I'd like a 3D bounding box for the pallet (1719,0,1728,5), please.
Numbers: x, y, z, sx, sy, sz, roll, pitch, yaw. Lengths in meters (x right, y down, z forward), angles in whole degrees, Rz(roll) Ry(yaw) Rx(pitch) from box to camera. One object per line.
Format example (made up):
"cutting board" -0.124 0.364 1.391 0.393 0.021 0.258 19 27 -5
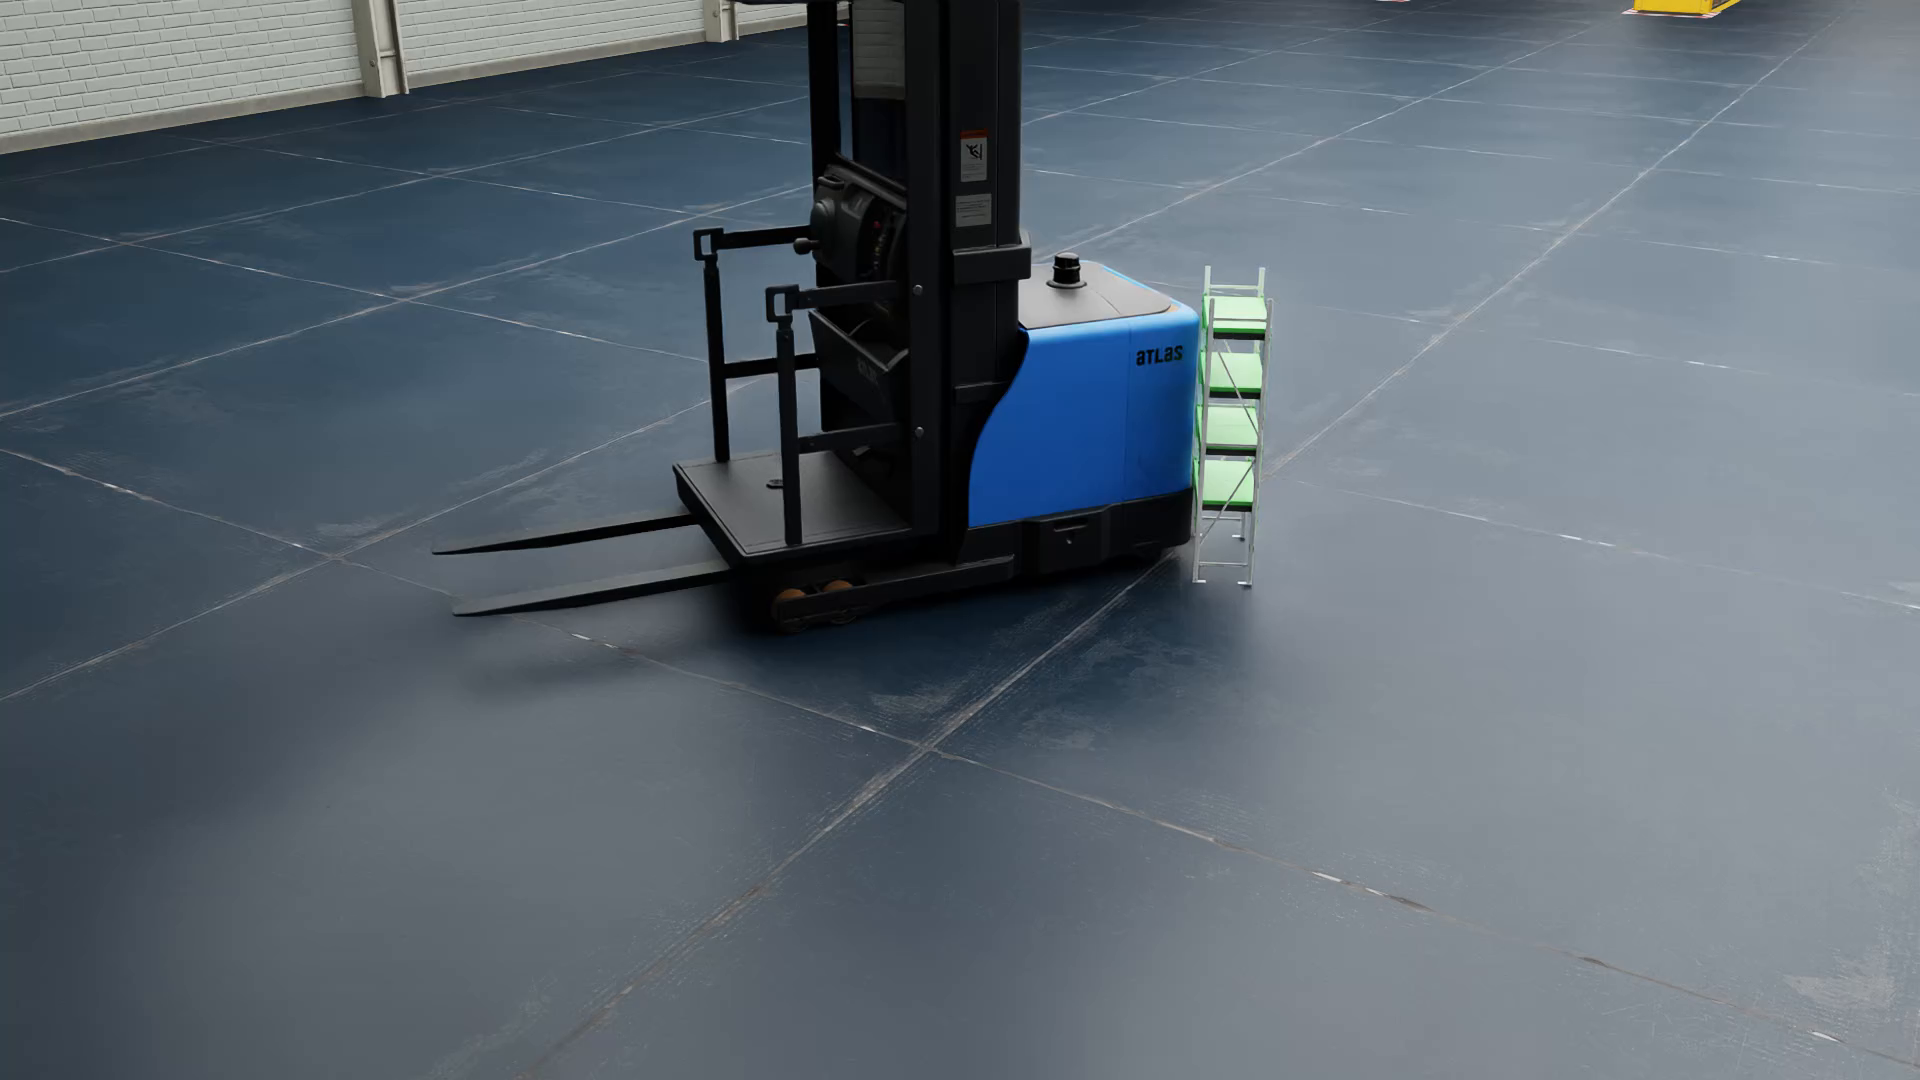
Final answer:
"pallet" 12.796 -9.493 28.914 1.003 0.211 1.213 14 27 29

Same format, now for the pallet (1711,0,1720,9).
"pallet" 12.151 -9.083 27.966 1.003 0.211 1.213 14 27 29

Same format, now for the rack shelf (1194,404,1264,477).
"rack shelf" 1.102 -0.411 6.849 0.258 0.148 0.480 2 24 5

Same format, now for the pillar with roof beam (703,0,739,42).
"pillar with roof beam" 0.263 -10.349 19.828 9.100 9.000 0.400 14 27 29

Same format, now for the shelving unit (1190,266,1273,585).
"shelving unit" 1.102 -0.469 6.824 0.258 1.200 0.503 2 24 5

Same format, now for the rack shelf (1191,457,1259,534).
"rack shelf" 1.102 -0.190 6.945 0.258 0.148 0.480 2 24 5

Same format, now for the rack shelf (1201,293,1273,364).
"rack shelf" 1.102 -0.851 6.659 0.258 0.148 0.480 2 24 5

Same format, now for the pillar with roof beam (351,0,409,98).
"pillar with roof beam" -2.902 -8.324 15.151 9.100 9.000 0.400 14 27 29

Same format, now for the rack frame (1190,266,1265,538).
"rack frame" 1.127 -0.566 7.047 0.240 1.200 0.015 2 24 5

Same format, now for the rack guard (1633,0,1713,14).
"rack guard" 11.718 -8.943 27.278 1.175 0.500 0.348 14 27 29

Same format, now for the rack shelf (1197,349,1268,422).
"rack shelf" 1.102 -0.631 6.754 0.258 0.148 0.480 2 24 5

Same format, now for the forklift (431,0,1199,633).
"forklift" -0.583 -1.224 6.389 3.031 2.935 1.130 -10 25 -21

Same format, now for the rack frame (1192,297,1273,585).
"rack frame" 1.077 -0.373 6.601 0.240 1.200 0.015 2 24 5
